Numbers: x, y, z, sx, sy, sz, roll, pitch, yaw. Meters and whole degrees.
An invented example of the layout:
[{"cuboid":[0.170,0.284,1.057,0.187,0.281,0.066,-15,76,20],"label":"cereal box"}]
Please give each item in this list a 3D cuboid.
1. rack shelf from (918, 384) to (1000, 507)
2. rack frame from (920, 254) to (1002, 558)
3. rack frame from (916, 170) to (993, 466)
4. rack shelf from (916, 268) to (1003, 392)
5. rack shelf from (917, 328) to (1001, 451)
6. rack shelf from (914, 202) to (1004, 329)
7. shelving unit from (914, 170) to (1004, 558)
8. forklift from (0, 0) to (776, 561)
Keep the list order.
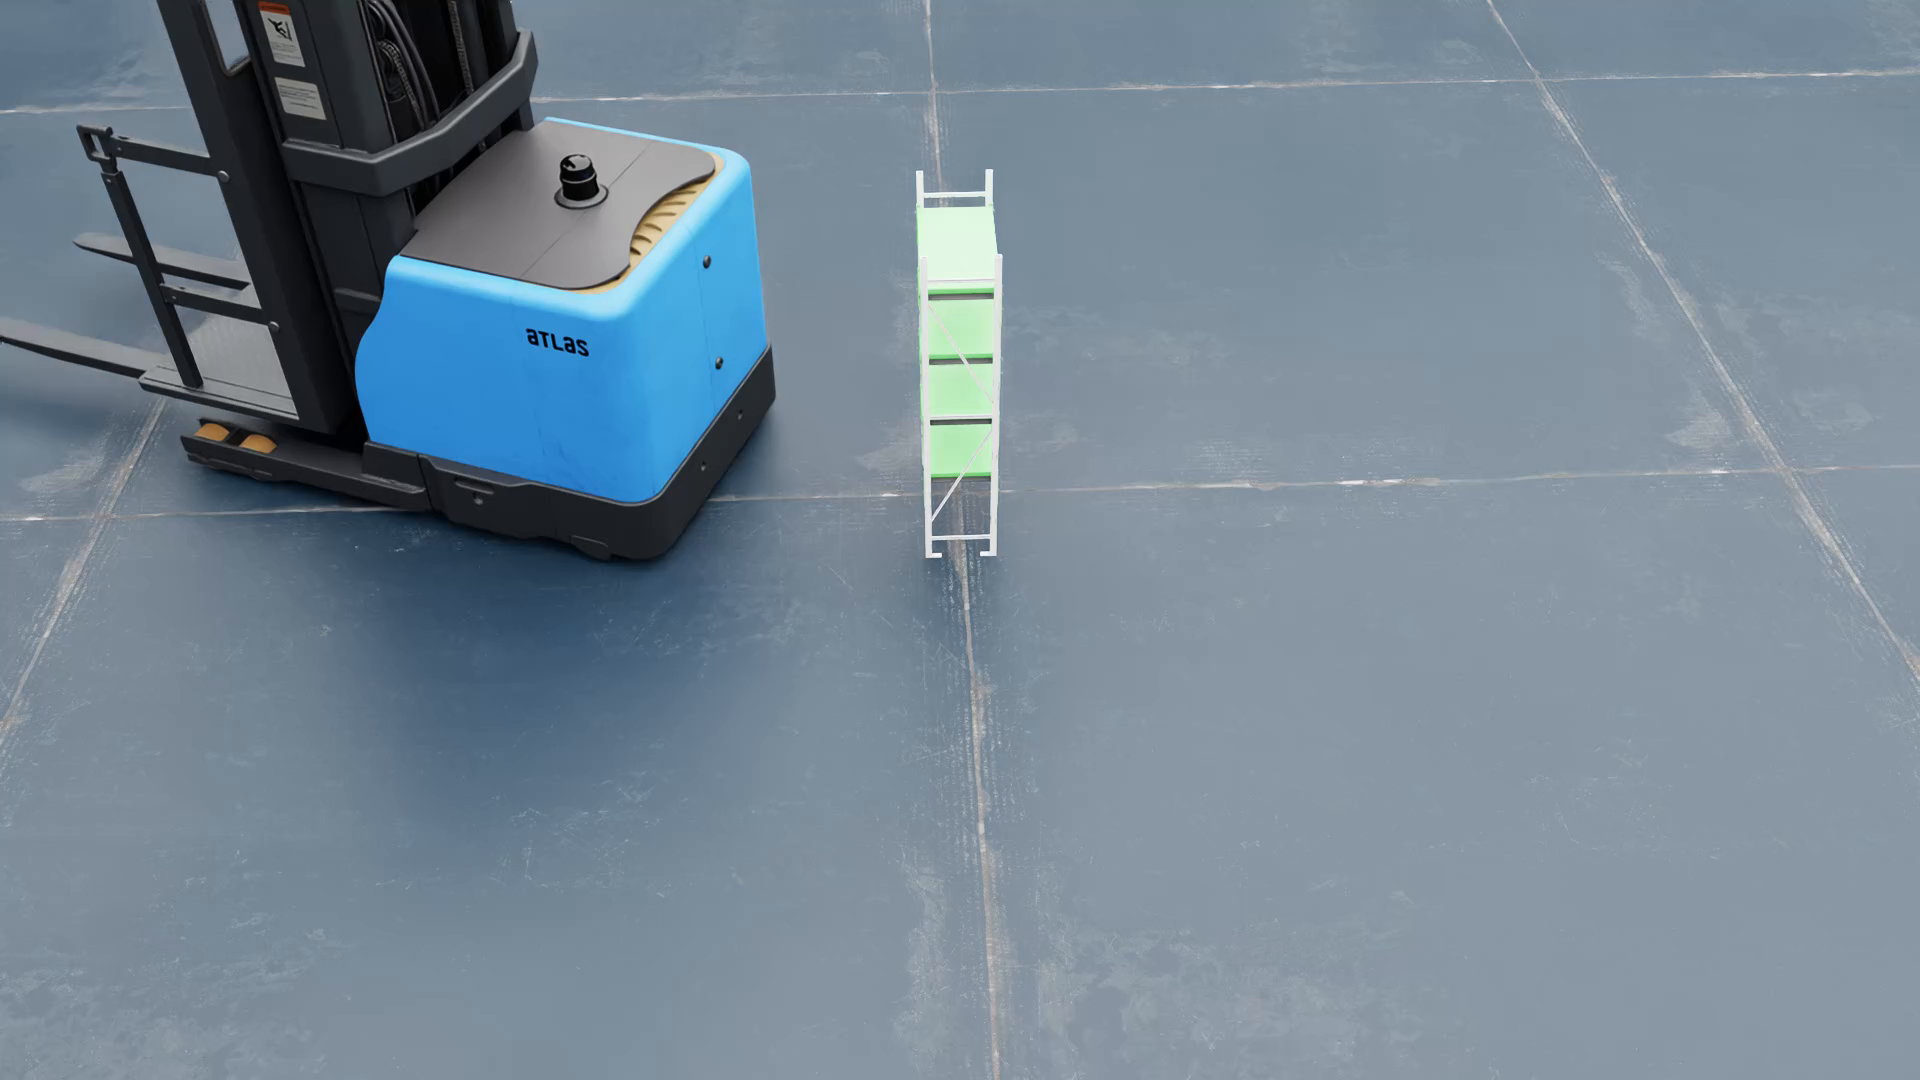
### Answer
[{"cuboid":[-0.007,-0.330,5.672,0.258,0.148,0.480,-2,43,-2],"label":"rack shelf"},{"cuboid":[0.003,-0.389,5.287,0.240,1.200,0.015,-2,43,-2],"label":"rack frame"},{"cuboid":[-0.017,-0.719,5.646,0.240,1.200,0.015,-2,43,-2],"label":"rack frame"},{"cuboid":[-0.007,-0.684,5.347,0.258,0.148,0.480,-2,43,-2],"label":"rack shelf"},{"cuboid":[-0.007,-0.507,5.510,0.258,0.148,0.480,-2,43,-2],"label":"rack shelf"},{"cuboid":[-0.007,-0.861,5.185,0.258,0.148,0.480,-2,43,-2],"label":"rack shelf"},{"cuboid":[-0.007,-0.554,5.466,0.258,1.200,0.503,-2,43,-2],"label":"shelving unit"},{"cuboid":[-2.263,-1.615,5.342,3.031,2.935,1.130,13,44,14],"label":"forklift"}]
